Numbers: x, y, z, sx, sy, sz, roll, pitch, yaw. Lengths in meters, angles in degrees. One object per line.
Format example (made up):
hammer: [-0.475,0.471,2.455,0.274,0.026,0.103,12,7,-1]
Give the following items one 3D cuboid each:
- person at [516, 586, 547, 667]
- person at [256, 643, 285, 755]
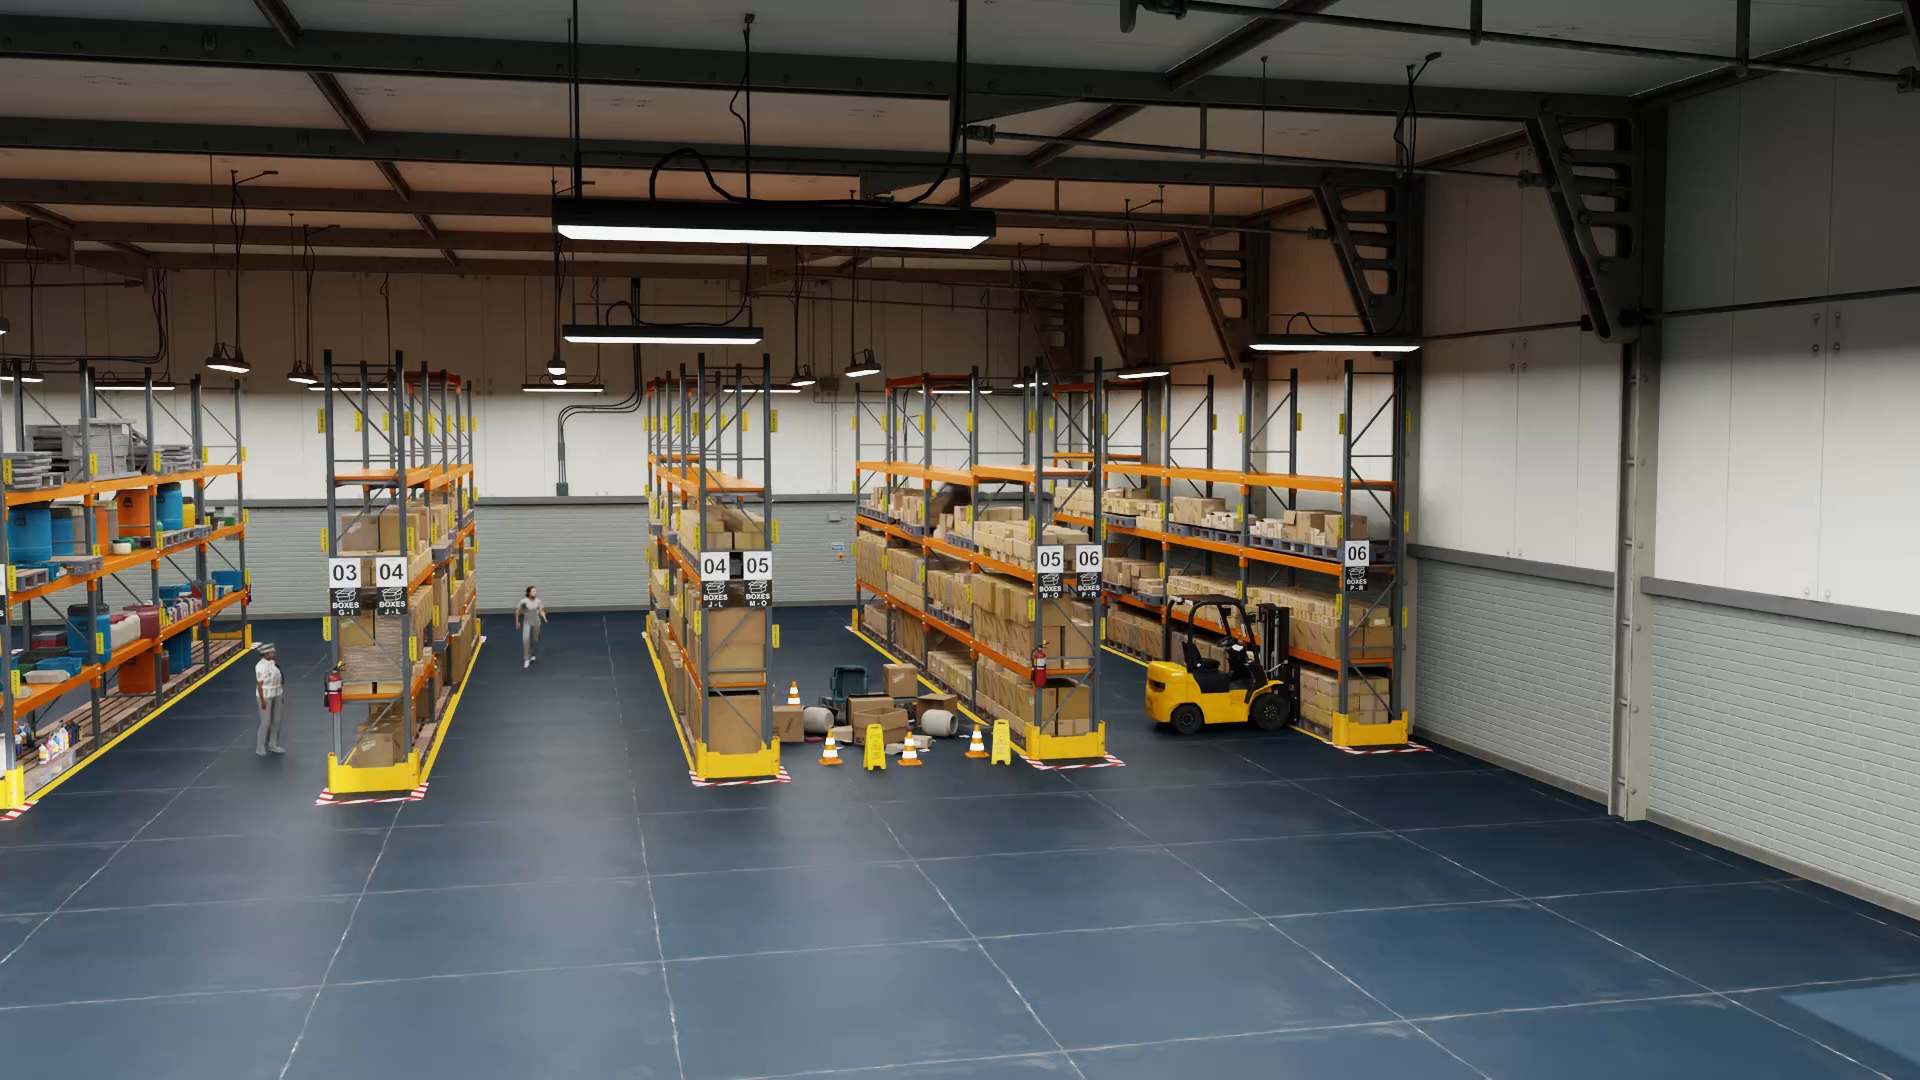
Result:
person: [-8.954,1.780,34.760,0.639,1.651,0.973,-1,4,-12]
person: [-10.525,2.445,25.375,0.366,1.762,0.539,1,4,20]
